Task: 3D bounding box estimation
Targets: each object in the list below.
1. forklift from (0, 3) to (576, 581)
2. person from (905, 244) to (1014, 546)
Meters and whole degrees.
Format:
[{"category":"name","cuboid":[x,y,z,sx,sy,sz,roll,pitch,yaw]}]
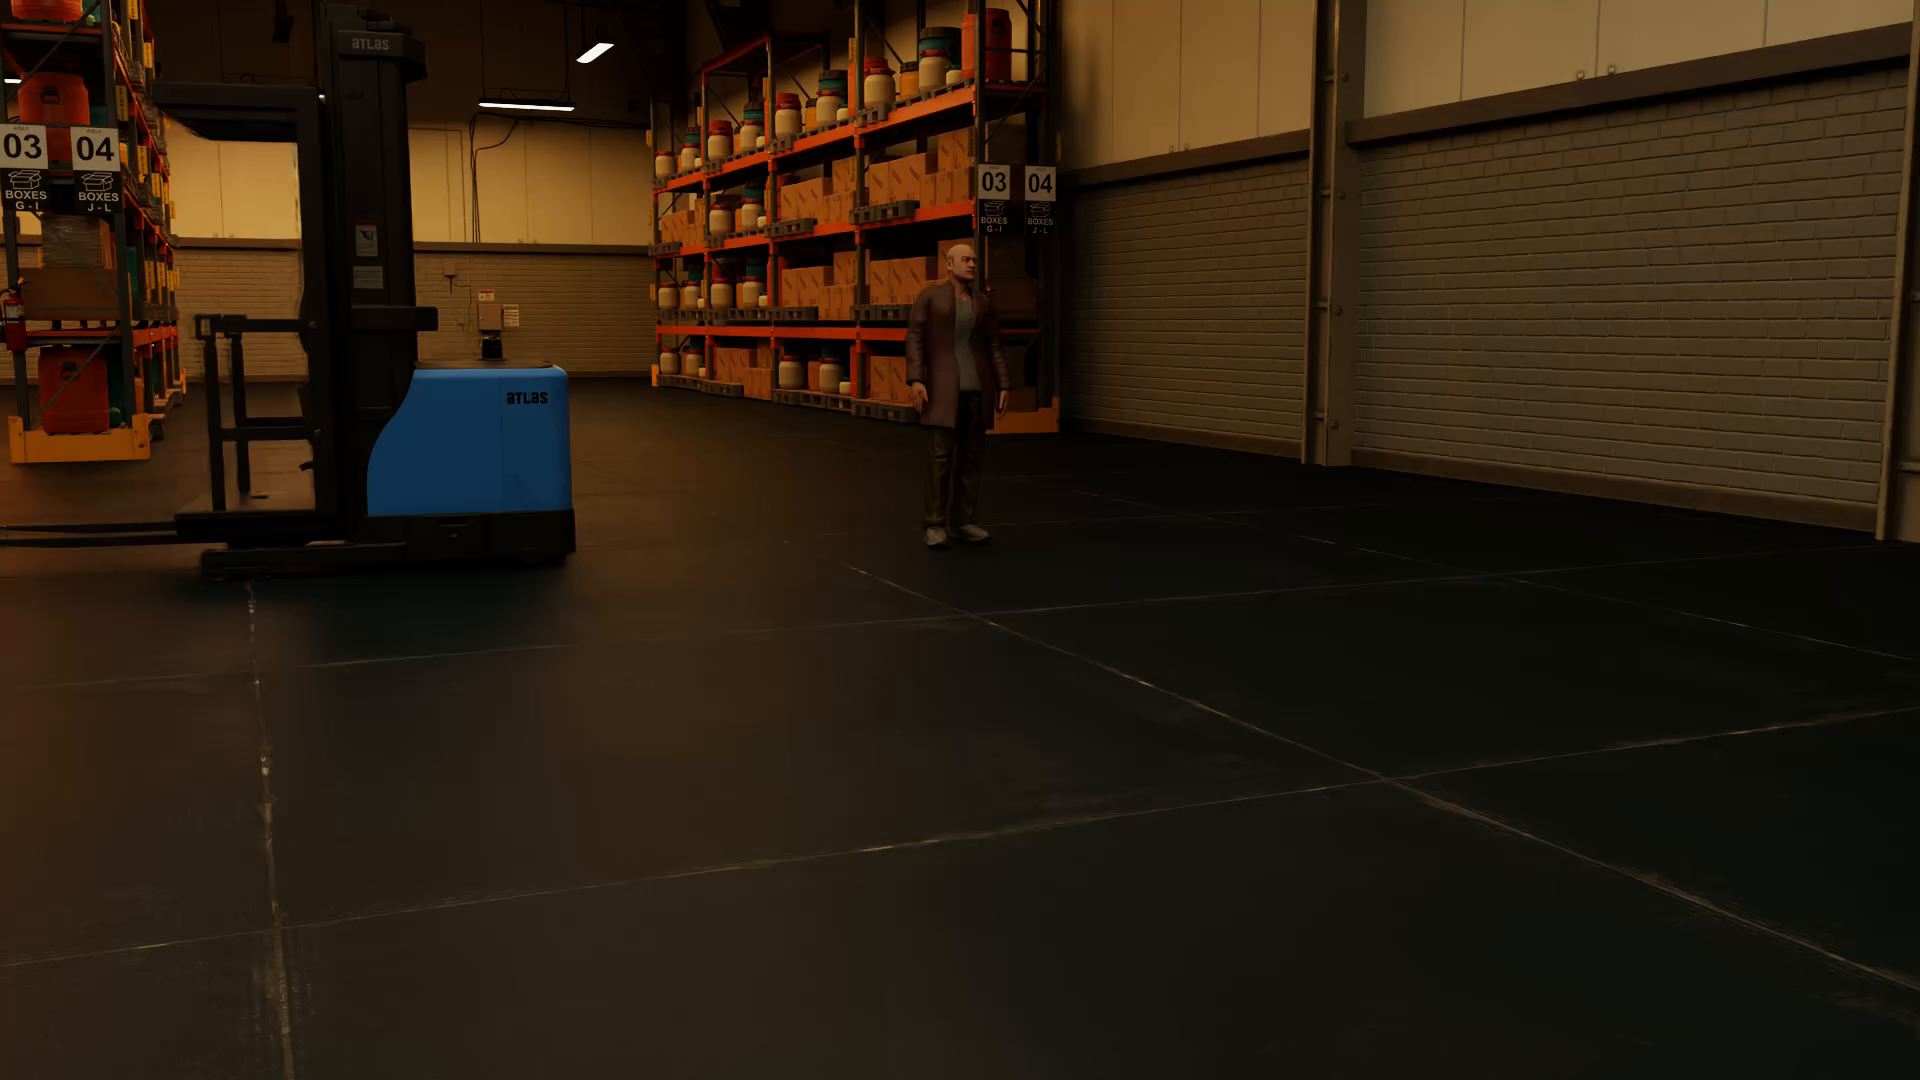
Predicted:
[{"category":"forklift","cuboid":[-3.684,-1.318,8.935,3.031,2.935,1.130,-2,8,-16]},{"category":"person","cuboid":[0.027,-0.877,9.950,0.684,1.776,0.582,-3,8,-23]}]
